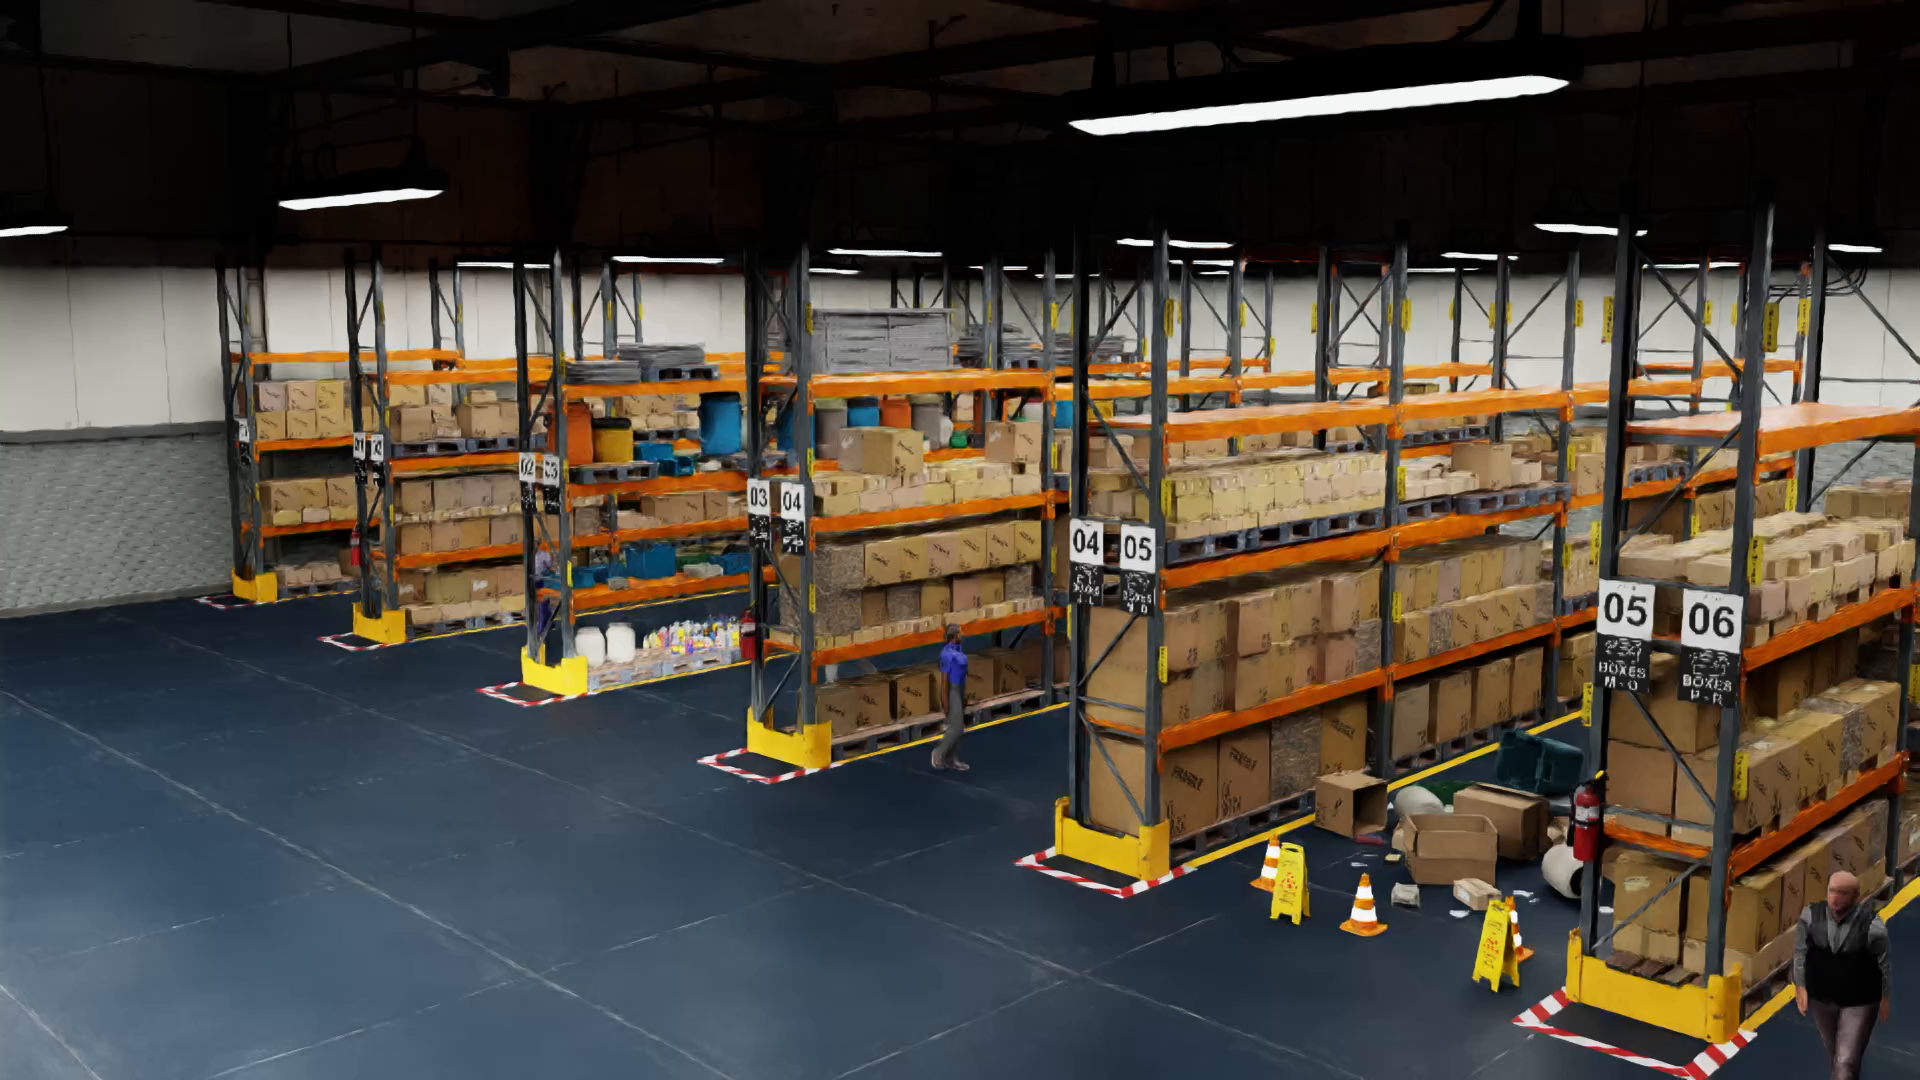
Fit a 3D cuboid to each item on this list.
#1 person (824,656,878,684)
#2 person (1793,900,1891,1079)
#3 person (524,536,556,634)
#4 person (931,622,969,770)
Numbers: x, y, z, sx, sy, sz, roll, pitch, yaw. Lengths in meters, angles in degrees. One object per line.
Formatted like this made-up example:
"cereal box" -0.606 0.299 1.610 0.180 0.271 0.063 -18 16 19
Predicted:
"person" -1.438 1.260 21.692 0.982 1.701 0.585 -3 9 -23
"person" 5.526 2.962 10.503 1.115 1.463 0.543 -8 11 -43
"person" -6.535 0.677 26.010 0.516 1.542 0.784 3 9 21
"person" -0.104 1.743 18.469 0.422 1.656 0.501 2 8 17
